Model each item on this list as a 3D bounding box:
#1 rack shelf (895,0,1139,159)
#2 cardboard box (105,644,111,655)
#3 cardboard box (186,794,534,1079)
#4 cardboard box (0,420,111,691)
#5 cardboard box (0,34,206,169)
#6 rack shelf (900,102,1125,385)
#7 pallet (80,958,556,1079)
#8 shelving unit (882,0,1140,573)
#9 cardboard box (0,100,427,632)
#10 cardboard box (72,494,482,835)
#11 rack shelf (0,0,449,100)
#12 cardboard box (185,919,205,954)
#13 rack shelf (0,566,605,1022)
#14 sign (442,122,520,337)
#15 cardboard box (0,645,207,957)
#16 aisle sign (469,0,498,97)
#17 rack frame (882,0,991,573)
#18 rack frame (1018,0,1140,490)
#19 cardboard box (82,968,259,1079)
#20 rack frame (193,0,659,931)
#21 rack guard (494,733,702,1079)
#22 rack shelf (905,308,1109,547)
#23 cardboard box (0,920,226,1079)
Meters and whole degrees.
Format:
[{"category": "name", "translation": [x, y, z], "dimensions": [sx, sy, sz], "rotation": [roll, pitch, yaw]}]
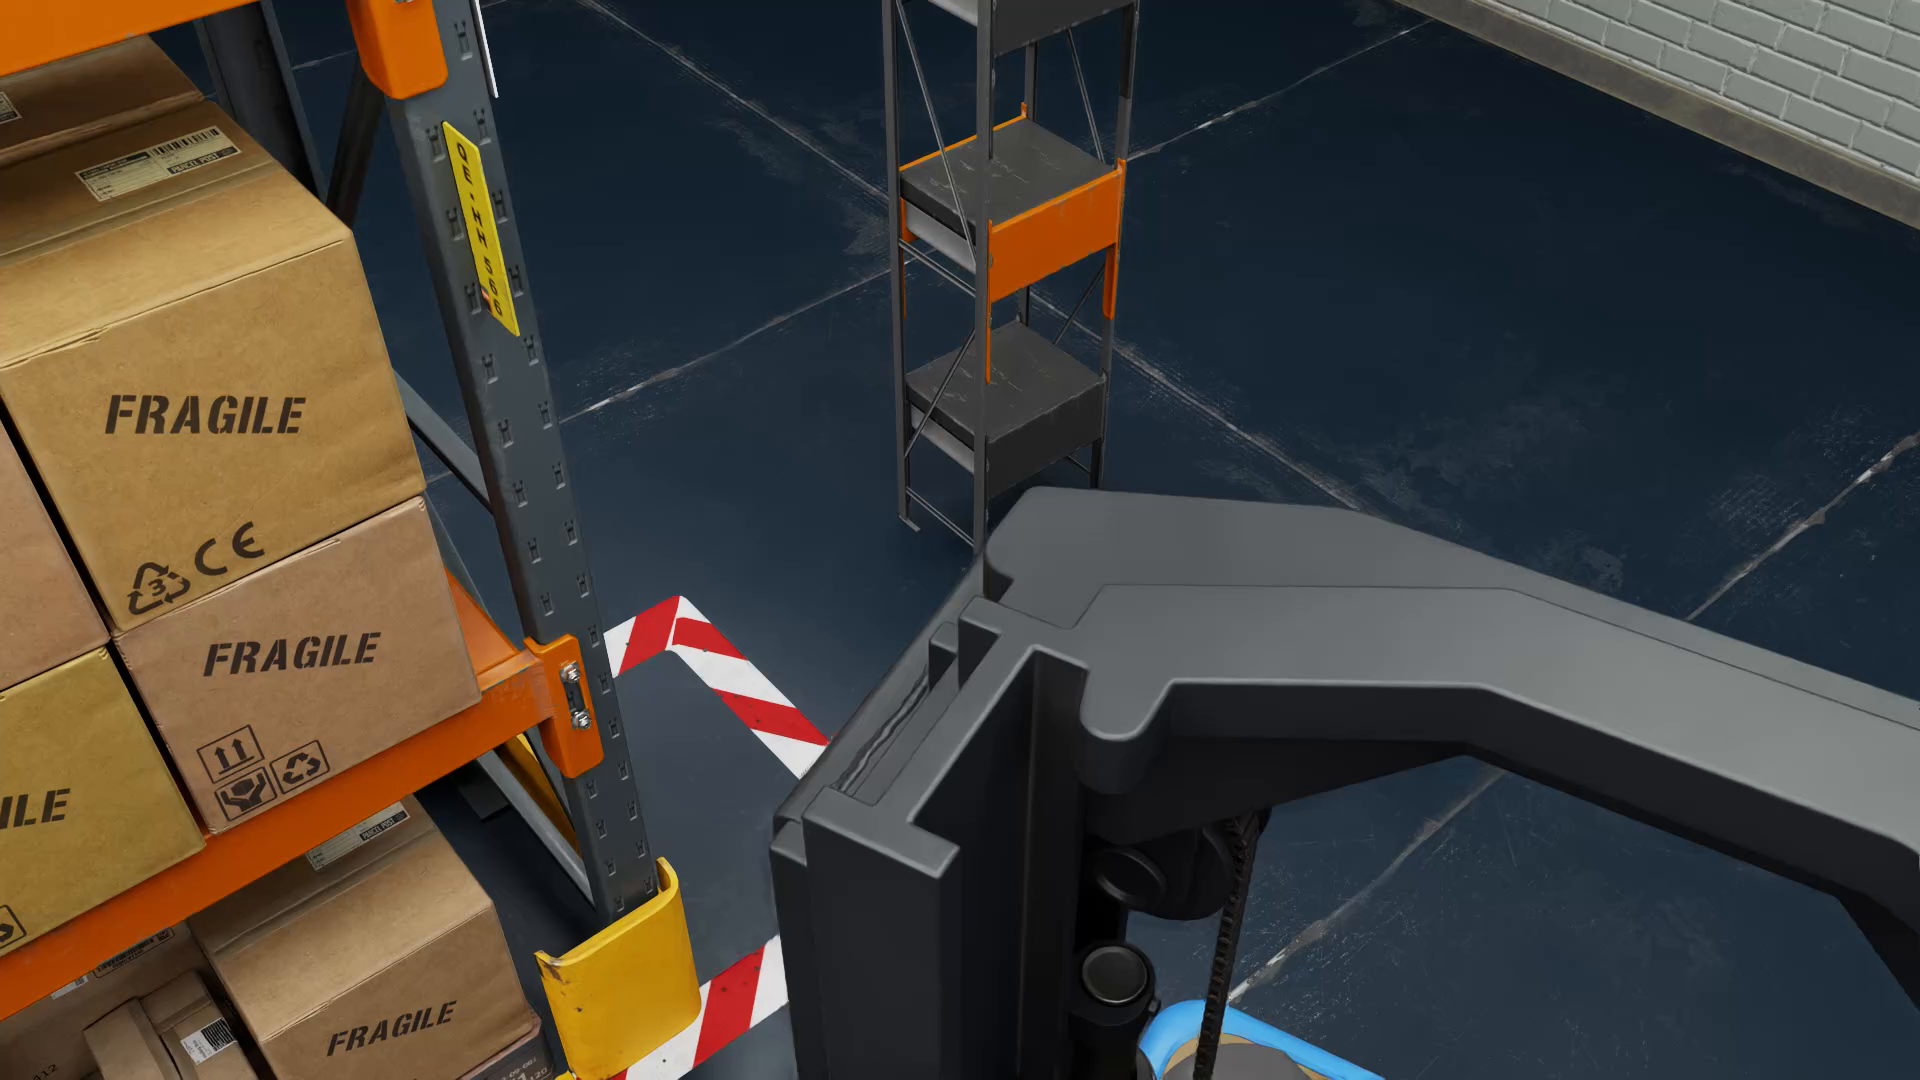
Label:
[{"category": "rack shelf", "translation": [0.127, -1.338, 4.139], "dimensions": [0.480, 0.518, 0.431], "rotation": [-30, 51, -28]}, {"category": "cardboard box", "translation": [-1.559, -0.199, 3.197], "dimensions": [0.500, 0.500, 0.500], "rotation": [-29, 50, -27]}, {"category": "cardboard box", "translation": [-1.308, 0.900, 3.605], "dimensions": [0.500, 0.500, 0.500], "rotation": [-30, 51, -28]}, {"category": "cardboard box", "translation": [-1.601, -0.057, 2.316], "dimensions": [0.500, 0.500, 0.500], "rotation": [-28, 50, -27]}, {"category": "cardboard box", "translation": [-1.559, -0.563, 2.855], "dimensions": [0.500, 0.500, 0.500], "rotation": [-28, 50, -27]}, {"category": "rack shelf", "translation": [0.127, -0.828, 4.618], "dimensions": [0.480, 0.518, 0.431], "rotation": [-30, 51, -28]}, {"category": "pallet", "translation": [-1.719, 1.182, 3.837], "dimensions": [1.213, 0.211, 1.003], "rotation": [-30, 51, -28]}, {"category": "shelving unit", "translation": [0.127, -0.838, 4.609], "dimensions": [0.503, 2.100, 0.431], "rotation": [-30, 51, -28]}, {"category": "cardboard box", "translation": [-1.214, -0.280, 2.553], "dimensions": [0.500, 0.500, 0.500], "rotation": [-30, 51, -28]}, {"category": "cardboard box", "translation": [-1.218, 0.085, 2.896], "dimensions": [0.500, 0.500, 0.500], "rotation": [-28, 50, -27]}, {"category": "rack shelf", "translation": [-2.584, -0.171, 1.576], "dimensions": [4.000, 0.370, 1.077], "rotation": [-30, 51, -28]}, {"category": "cardboard box", "translation": [-1.783, 0.767, 3.990], "dimensions": [0.250, 0.166, 0.380], "rotation": [-30, 51, -28]}, {"category": "rack shelf", "translation": [-2.584, 0.922, 2.603], "dimensions": [4.000, 0.370, 1.077], "rotation": [-30, 51, -28]}, {"category": "sign", "translation": [-0.709, -0.456, 2.467], "dimensions": [0.005, 0.325, 0.100], "rotation": [-30, 51, -28]}, {"category": "cardboard box", "translation": [-1.614, 0.314, 2.651], "dimensions": [0.500, 0.500, 0.500], "rotation": [-29, 51, -28]}, {"category": "aisle sign", "translation": [-0.801, -1.035, 2.262], "dimensions": [0.004, 0.787, 0.394], "rotation": [-30, 51, -28]}, {"category": "rack frame", "translation": [-0.060, -0.731, 4.494], "dimensions": [0.015, 2.100, 0.400], "rotation": [-30, 51, -28]}, {"category": "rack frame", "translation": [0.314, -0.945, 4.723], "dimensions": [0.015, 2.100, 0.400], "rotation": [-30, 51, -28]}, {"category": "cardboard box", "translation": [-1.677, 1.153, 3.580], "dimensions": [0.250, 0.166, 0.380], "rotation": [-30, 51, -28]}, {"category": "rack frame", "translation": [-1.049, -0.219, 3.292], "dimensions": [0.127, 3.000, 1.000], "rotation": [-30, 51, -28]}, {"category": "rack guard", "translation": [-1.108, 0.726, 4.112], "dimensions": [0.348, 0.500, 1.175], "rotation": [-30, 51, -28]}, {"category": "rack shelf", "translation": [0.127, -0.318, 5.097], "dimensions": [0.480, 0.518, 0.431], "rotation": [-30, 51, -28]}, {"category": "cardboard box", "translation": [-2.032, 0.933, 3.753], "dimensions": [0.500, 0.250, 0.500], "rotation": [-30, 51, -28]}]
